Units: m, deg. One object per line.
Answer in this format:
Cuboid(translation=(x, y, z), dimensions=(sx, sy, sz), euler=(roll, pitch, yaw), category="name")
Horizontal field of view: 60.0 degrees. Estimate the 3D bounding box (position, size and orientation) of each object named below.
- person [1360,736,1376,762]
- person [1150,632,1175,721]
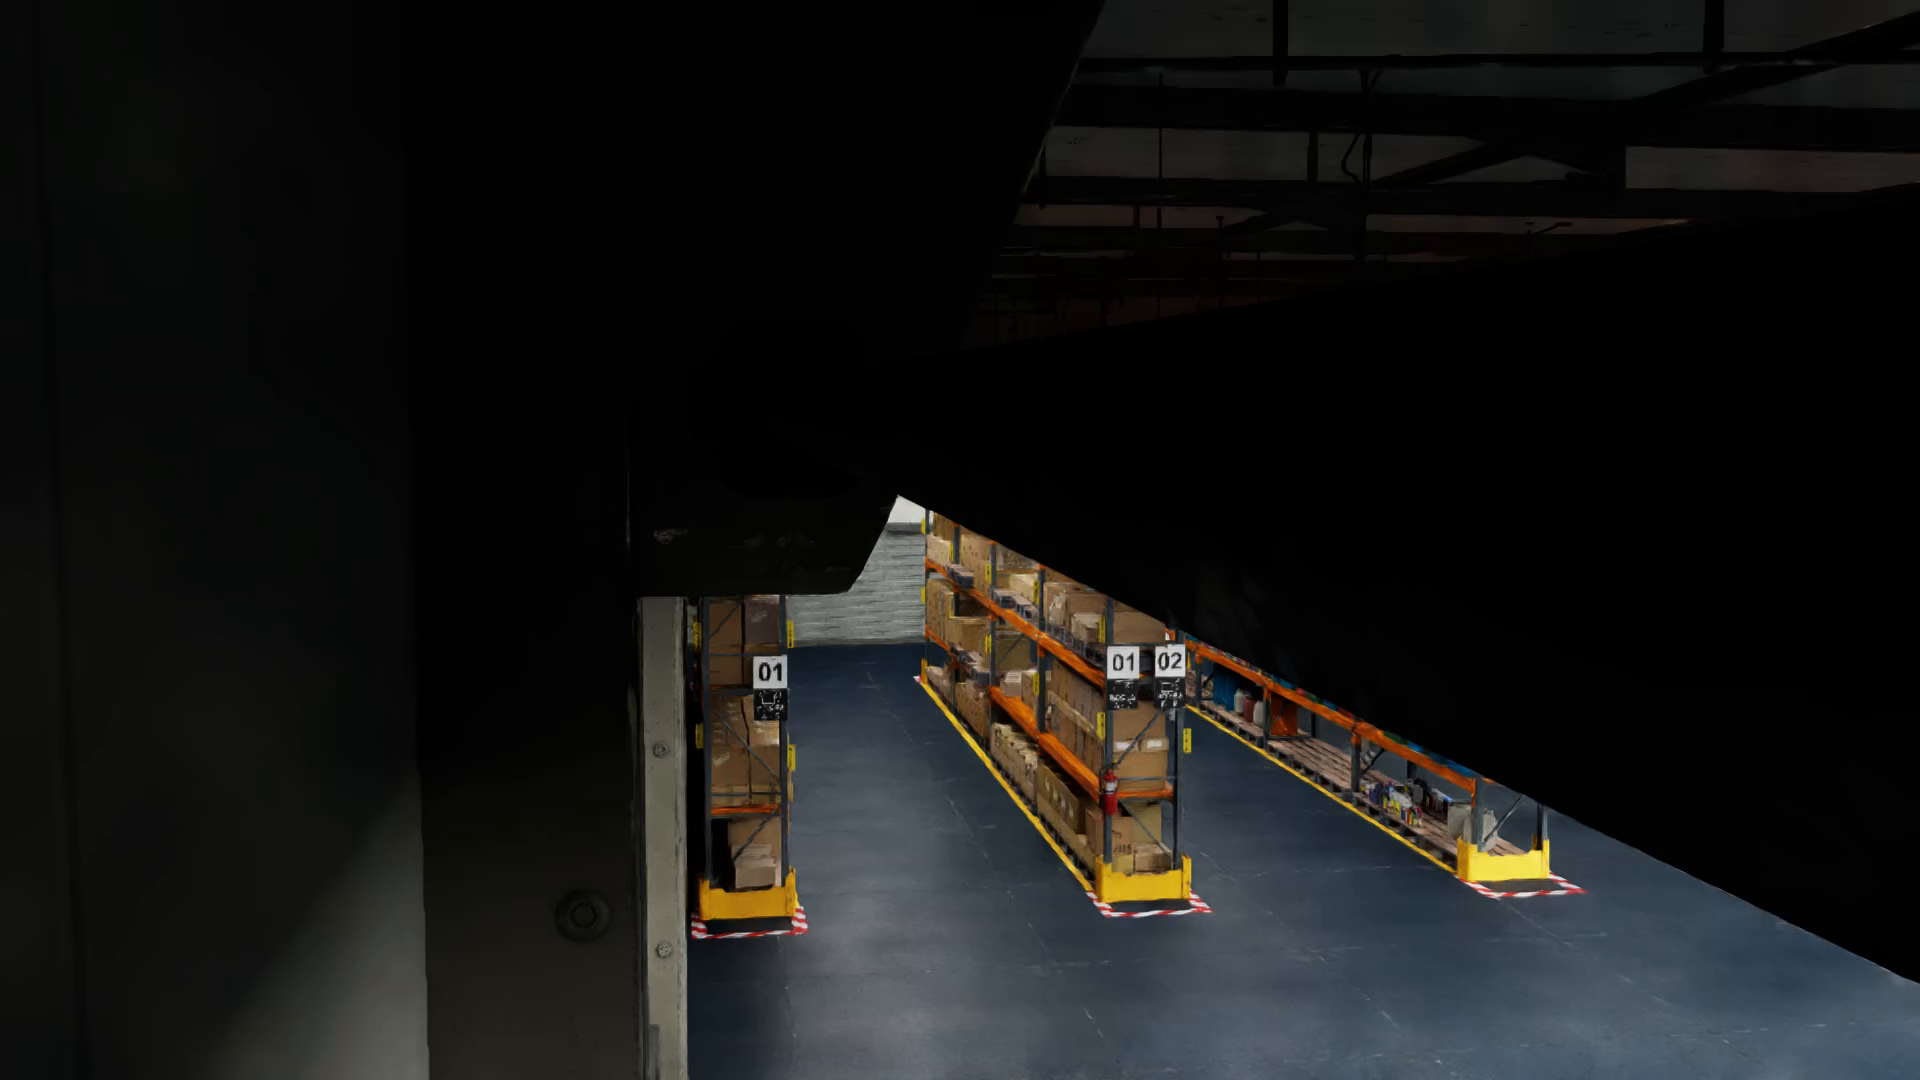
Cuboid(translation=(7.074, 2.965, 28.703), dimensions=(0.456, 1.670, 0.562), euler=(-1, 5, -7), category="person")
Cuboid(translation=(3.938, 2.628, 32.275), dimensions=(0.566, 1.706, 1.122), euler=(-1, 5, -7), category="person")
